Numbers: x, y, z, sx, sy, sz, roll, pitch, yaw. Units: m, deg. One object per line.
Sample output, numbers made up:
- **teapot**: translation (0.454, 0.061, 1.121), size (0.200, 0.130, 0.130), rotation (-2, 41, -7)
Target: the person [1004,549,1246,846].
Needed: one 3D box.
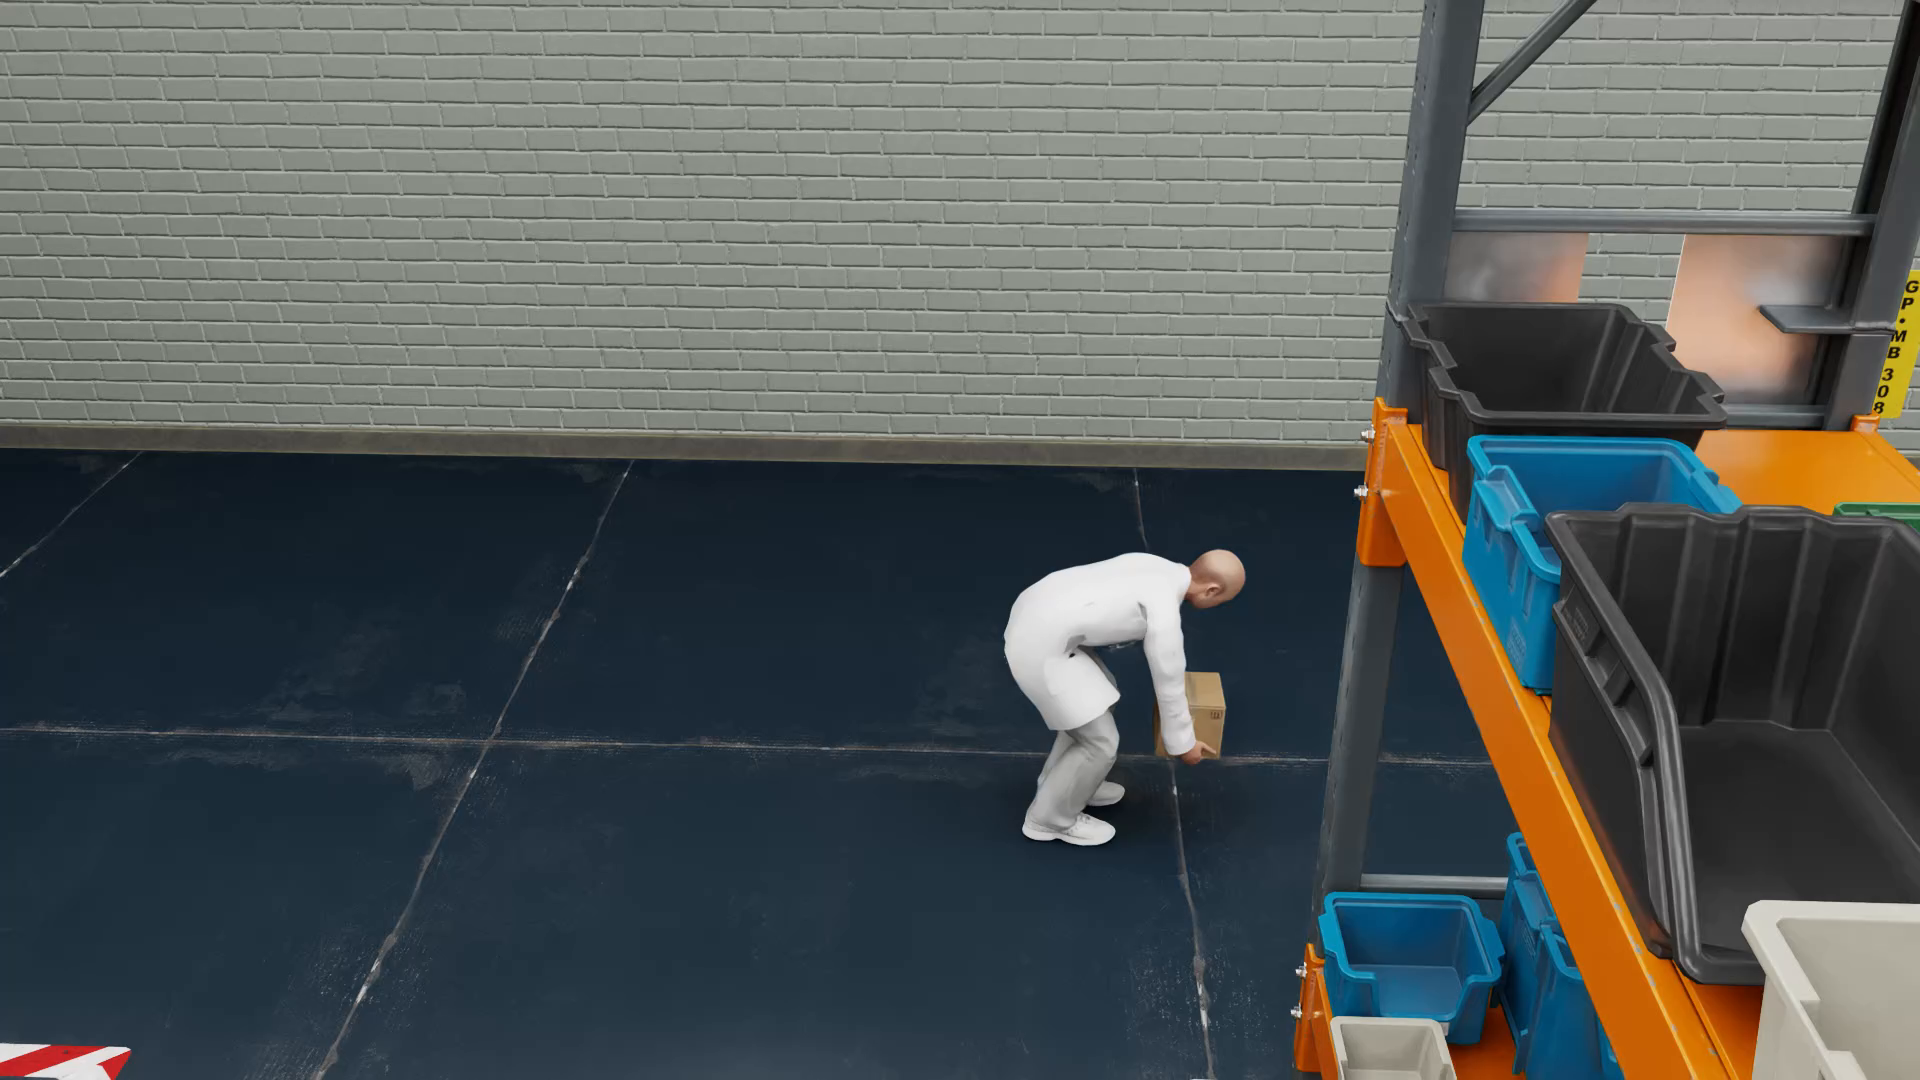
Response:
- **person**: translation (0.632, 0.601, 6.577), size (0.922, 1.232, 0.568), rotation (0, 28, 0)
